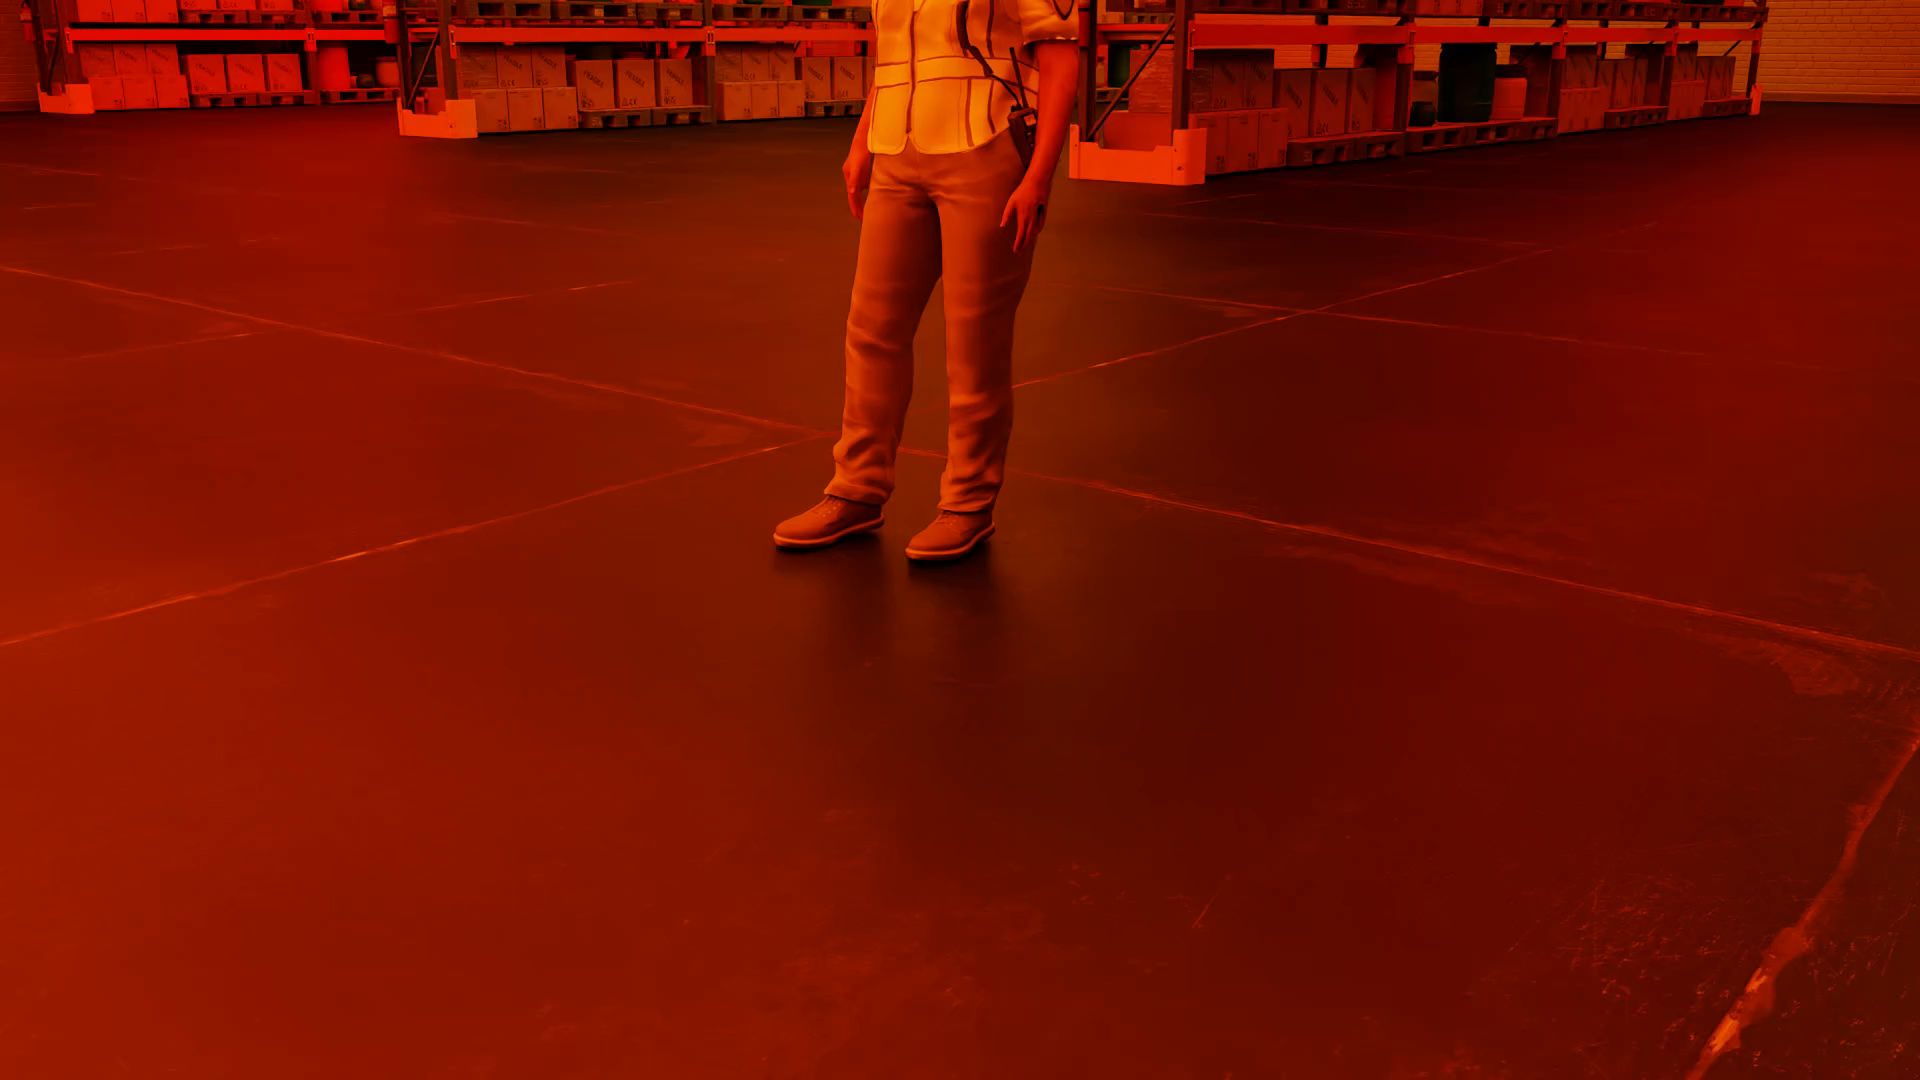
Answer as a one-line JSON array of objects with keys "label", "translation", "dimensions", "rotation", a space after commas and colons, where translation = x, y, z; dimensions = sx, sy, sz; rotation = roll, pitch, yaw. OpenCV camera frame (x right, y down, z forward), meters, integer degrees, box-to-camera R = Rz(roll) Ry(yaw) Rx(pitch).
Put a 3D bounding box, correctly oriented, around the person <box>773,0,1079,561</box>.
[{"label": "person", "translation": [-0.067, -0.791, 3.655], "dimensions": [0.598, 1.670, 0.529], "rotation": [13, 21, 37]}]
